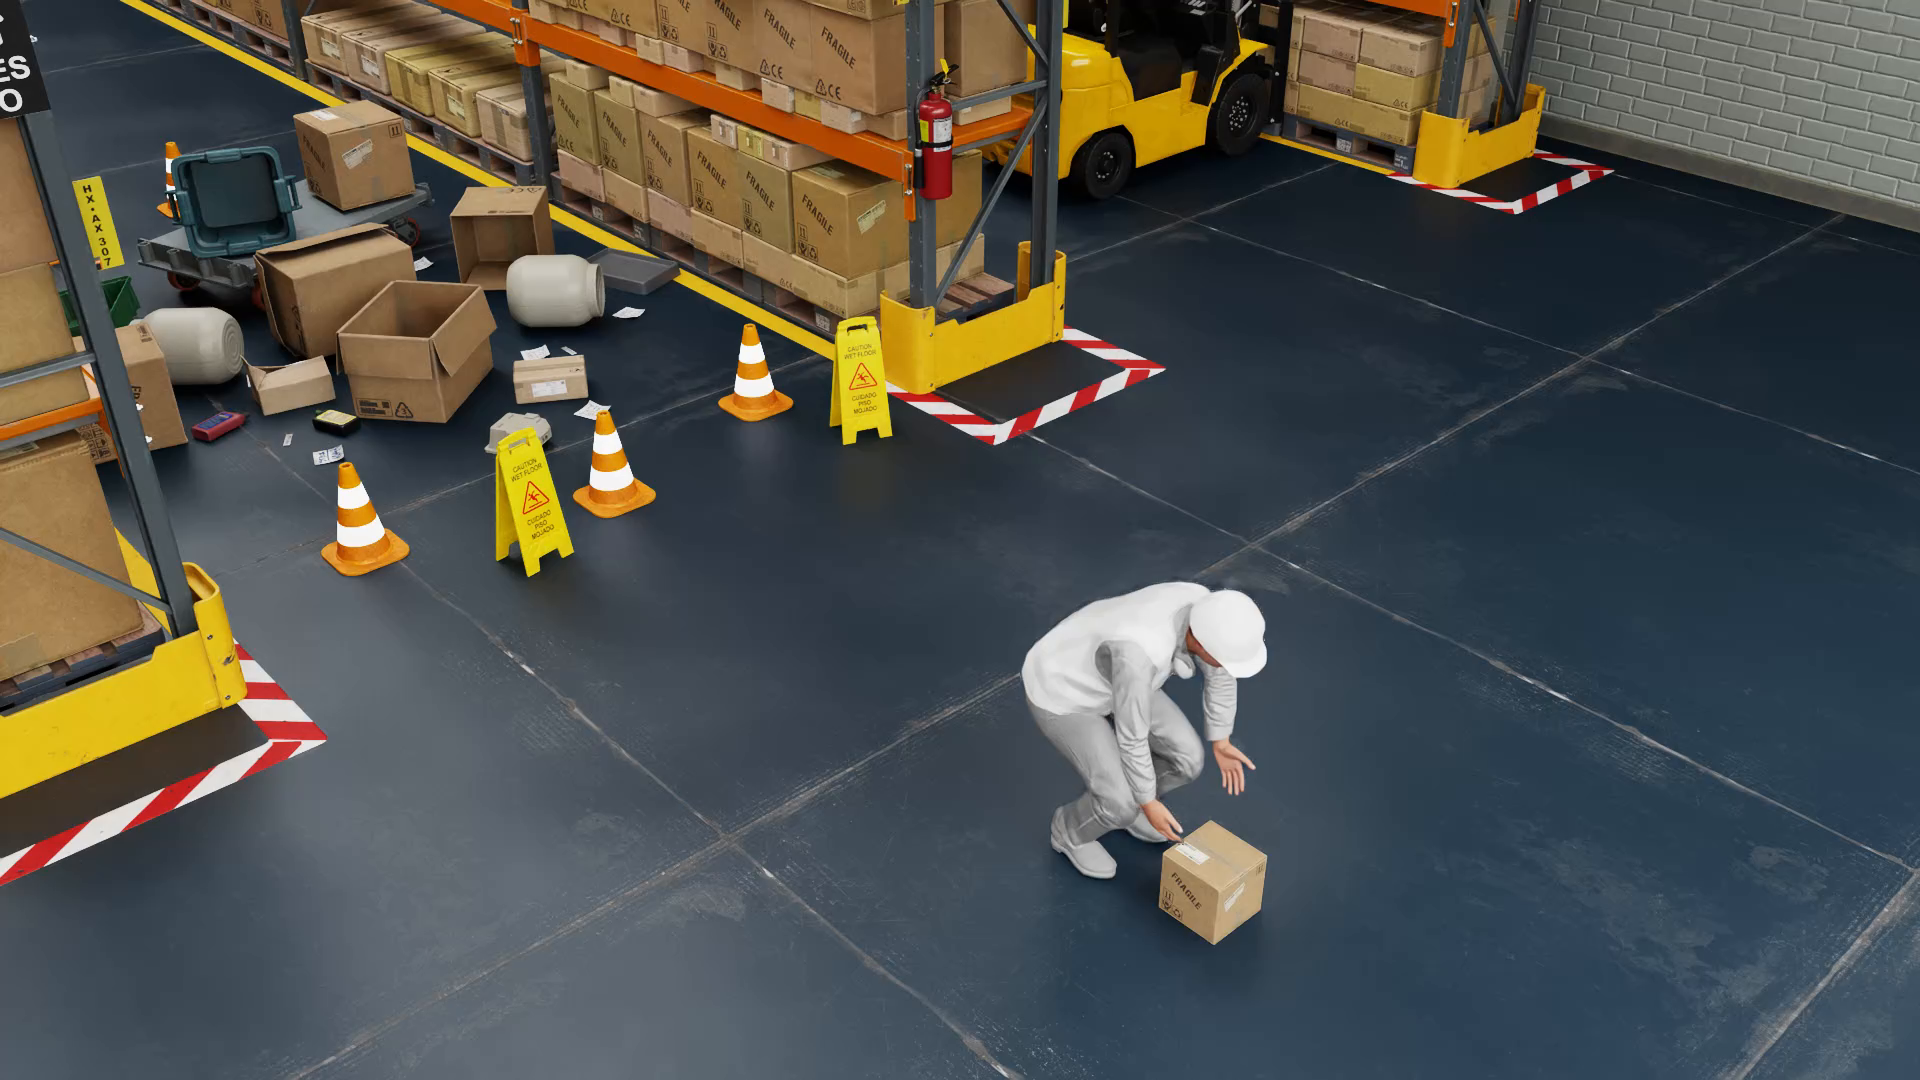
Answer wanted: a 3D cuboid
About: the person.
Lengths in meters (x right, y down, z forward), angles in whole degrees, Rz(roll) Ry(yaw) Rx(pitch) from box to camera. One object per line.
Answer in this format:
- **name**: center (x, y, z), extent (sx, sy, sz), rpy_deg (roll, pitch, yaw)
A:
- **person**: center (0.629, 0.584, 5.670), extent (0.578, 1.240, 0.842), rpy_deg (-26, 40, -35)
